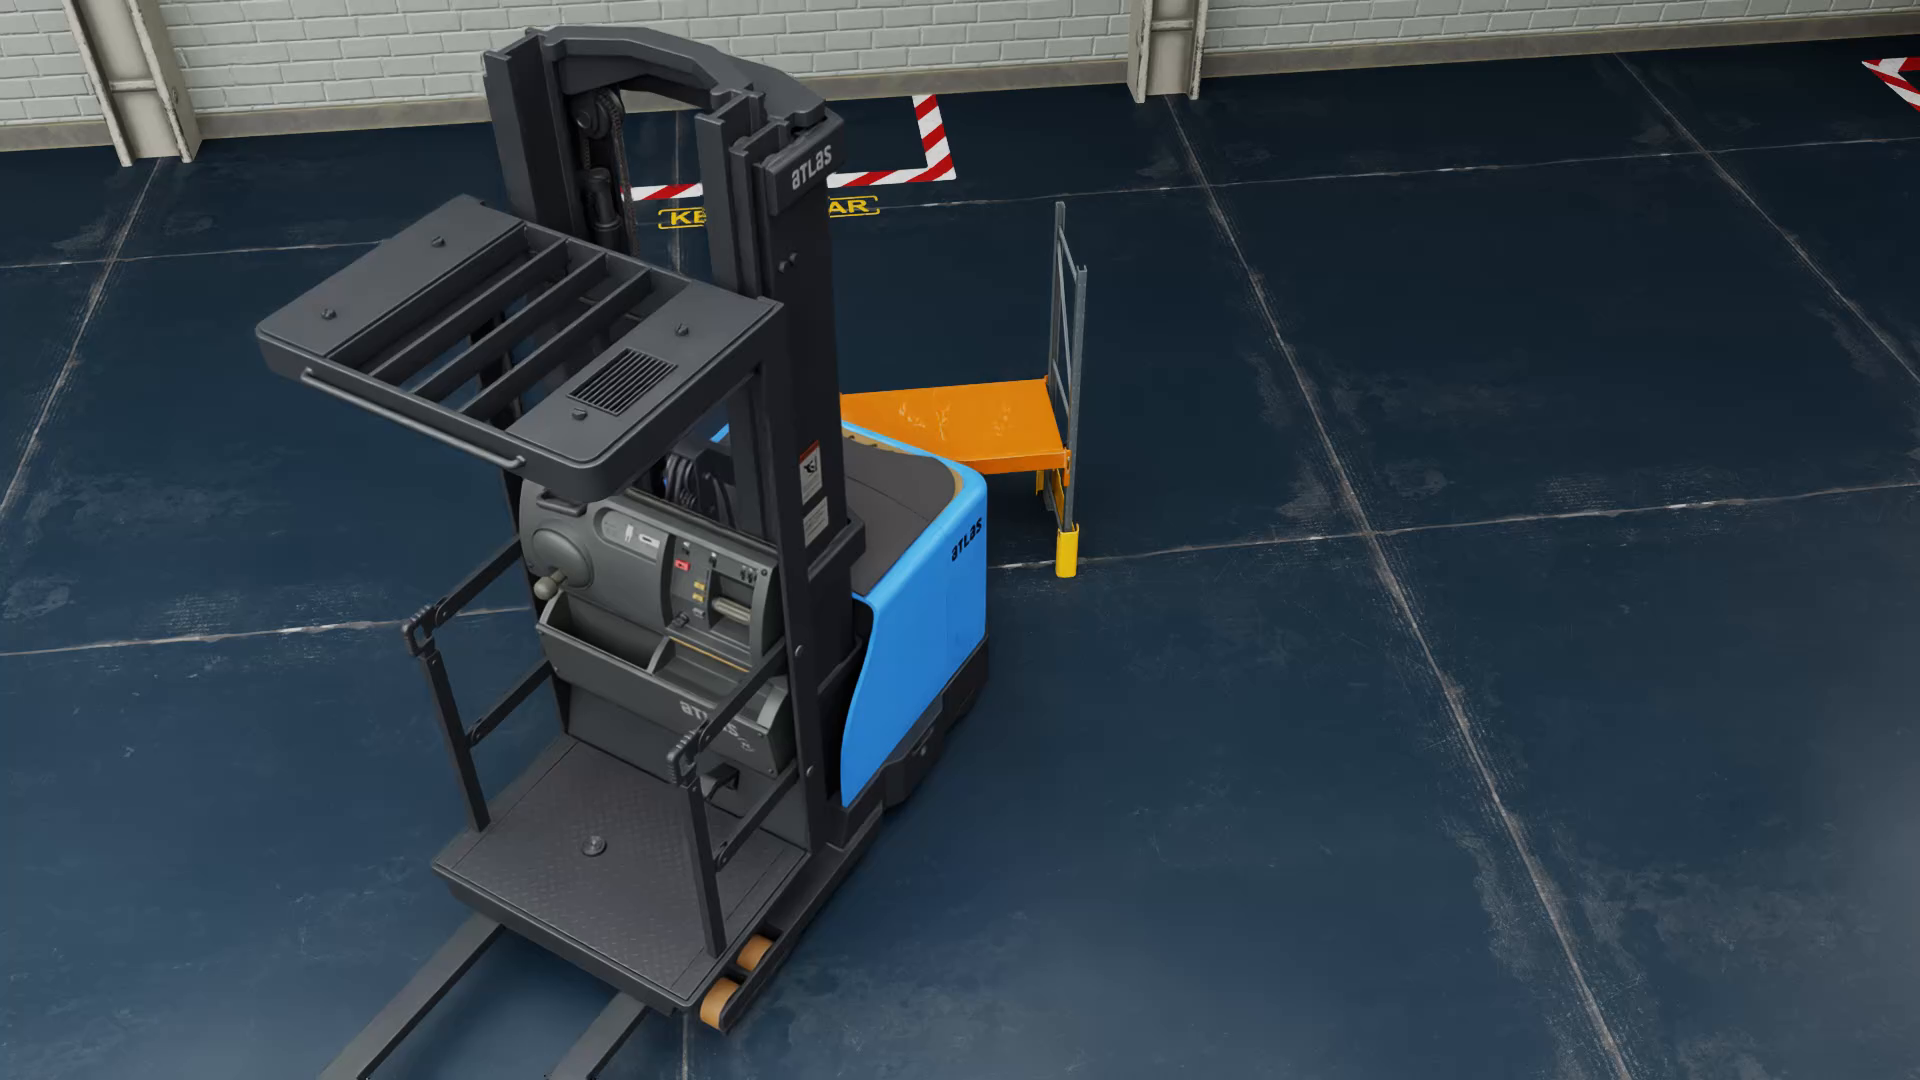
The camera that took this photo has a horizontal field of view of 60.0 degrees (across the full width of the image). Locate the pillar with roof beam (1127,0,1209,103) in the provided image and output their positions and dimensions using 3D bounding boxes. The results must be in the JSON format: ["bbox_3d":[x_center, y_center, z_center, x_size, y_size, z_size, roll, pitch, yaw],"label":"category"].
[{"bbox_3d":[1.817,-3.292,4.181,0.400,9.000,9.100,-5,42,-6],"label":"pillar with roof beam"}]

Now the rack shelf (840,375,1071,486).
[{"bbox_3d":[-0.085,-0.416,6.860,1.000,0.185,0.538,-5,42,-6],"label":"rack shelf"}]

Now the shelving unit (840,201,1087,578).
[{"bbox_3d":[-0.076,-0.550,6.740,1.083,1.500,0.587,-5,42,-6],"label":"shelving unit"}]

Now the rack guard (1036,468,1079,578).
[{"bbox_3d":[0.418,-0.129,7.207,0.087,0.250,0.587,-5,42,-6],"label":"rack guard"}]

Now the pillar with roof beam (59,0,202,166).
[{"bbox_3d":[-4.132,-2.770,3.603,0.400,9.000,9.100,-5,42,-6],"label":"pillar with roof beam"}]

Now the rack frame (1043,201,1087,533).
[{"bbox_3d":[0.419,-0.594,6.788,0.032,1.500,0.500,-5,42,-6],"label":"rack frame"}]

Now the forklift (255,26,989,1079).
[{"bbox_3d":[-1.063,0.161,4.883,1.130,2.935,3.031,21,46,22],"label":"forklift"}]
